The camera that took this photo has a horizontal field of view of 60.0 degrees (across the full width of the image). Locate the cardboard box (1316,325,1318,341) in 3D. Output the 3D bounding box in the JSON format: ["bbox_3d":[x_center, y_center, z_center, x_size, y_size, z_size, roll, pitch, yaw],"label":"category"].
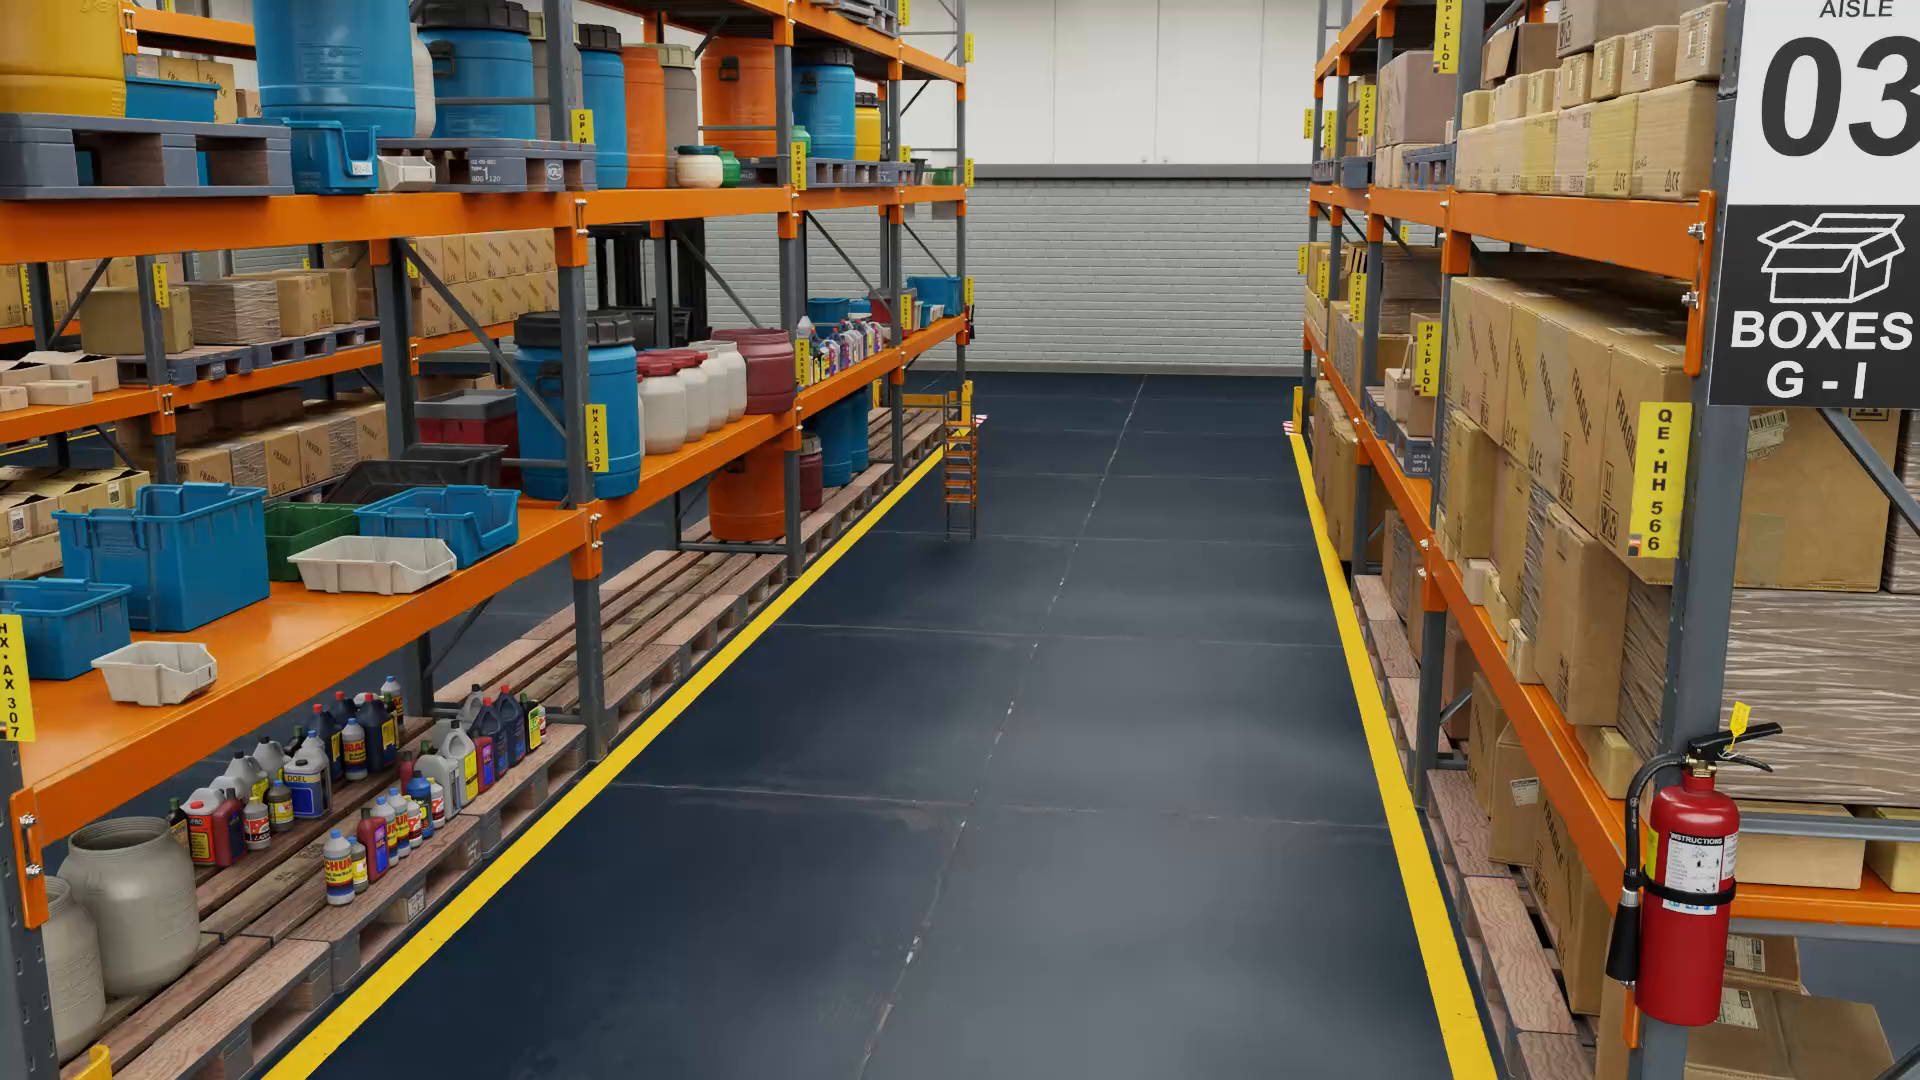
[{"bbox_3d":[3.721,-2.044,16.453,0.380,0.149,0.250,2,12,10],"label":"cardboard box"}]

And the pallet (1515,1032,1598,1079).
[{"bbox_3d":[2.166,1.799,4.644,1.003,0.211,1.213,2,12,9],"label":"pallet"}]

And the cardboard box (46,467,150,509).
[{"bbox_3d":[-6.401,-0.386,12.361,0.500,0.311,0.500,2,12,10],"label":"cardboard box"}]

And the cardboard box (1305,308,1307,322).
[{"bbox_3d":[4.074,-2.525,18.685,0.380,0.149,0.250,2,12,9],"label":"cardboard box"}]

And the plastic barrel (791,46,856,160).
[{"bbox_3d":[-1.166,-3.595,13.748,0.600,0.901,0.708,2,12,9],"label":"plastic barrel"}]

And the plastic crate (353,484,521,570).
[{"bbox_3d":[-2.187,-0.061,7.011,0.499,0.251,0.616,2,12,9],"label":"plastic crate"}]

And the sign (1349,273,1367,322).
[{"bbox_3d":[2.675,-1.629,11.183,0.100,0.325,0.005,2,12,9],"label":"sign"}]

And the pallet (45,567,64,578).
[{"bbox_3d":[-6.729,0.166,12.222,1.003,0.211,1.213,2,12,9],"label":"pallet"}]

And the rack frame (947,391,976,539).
[{"bbox_3d":[0.012,-0.603,13.441,0.240,1.200,0.006,2,12,9],"label":"rack frame"}]

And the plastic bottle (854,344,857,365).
[{"bbox_3d":[-0.941,-1.615,14.338,0.097,0.201,0.097,0,12,0],"label":"plastic bottle"}]

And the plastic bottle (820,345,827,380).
[{"bbox_3d":[-1.112,-1.418,13.259,0.097,0.271,0.097,0,12,0],"label":"plastic bottle"}]

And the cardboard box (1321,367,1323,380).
[{"bbox_3d":[4.295,-1.552,17.622,0.875,0.875,0.875,2,12,9],"label":"cardboard box"}]

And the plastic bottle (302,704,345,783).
[{"bbox_3d":[-2.848,0.900,7.439,0.144,0.351,0.185,1,12,6],"label":"plastic bottle"}]

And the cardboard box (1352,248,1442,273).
[{"bbox_3d":[3.632,-2.142,13.693,0.797,0.503,0.637,2,12,9],"label":"cardboard box"}]

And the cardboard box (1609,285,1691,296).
[{"bbox_3d":[2.736,-0.689,6.254,0.500,0.500,0.500,2,12,9],"label":"cardboard box"}]

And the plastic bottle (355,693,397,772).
[{"bbox_3d":[-2.677,0.866,7.599,0.144,0.351,0.185,2,12,9],"label":"plastic bottle"}]

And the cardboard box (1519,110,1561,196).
[{"bbox_3d":[2.050,-1.197,5.164,0.500,0.250,0.500,2,12,8],"label":"cardboard box"}]

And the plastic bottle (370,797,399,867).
[{"bbox_3d":[-2.261,1.139,6.518,0.097,0.271,0.097,0,12,0],"label":"plastic bottle"}]

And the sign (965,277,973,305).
[{"bbox_3d":[0.107,-2.937,19.612,0.100,0.325,0.005,2,12,9],"label":"sign"}]

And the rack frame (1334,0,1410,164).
[{"bbox_3d":[3.840,-4.811,14.456,1.000,3.000,0.127,2,12,9],"label":"rack frame"}]

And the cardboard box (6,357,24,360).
[{"bbox_3d":[-10.687,-2.006,19.078,0.380,0.149,0.250,2,12,9],"label":"cardboard box"}]

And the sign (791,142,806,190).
[{"bbox_3d":[-1.125,-2.605,11.588,0.100,0.325,0.005,2,12,9],"label":"sign"}]

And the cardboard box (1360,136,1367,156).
[{"bbox_3d":[3.582,-3.281,13.691,0.500,0.311,0.500,1,12,7],"label":"cardboard box"}]

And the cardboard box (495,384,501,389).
[{"bbox_3d":[-5.774,-1.695,19.723,0.500,0.250,0.500,2,12,9],"label":"cardboard box"}]

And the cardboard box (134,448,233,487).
[{"bbox_3d":[-6.211,-0.446,13.331,0.500,0.500,0.500,2,12,11],"label":"cardboard box"}]

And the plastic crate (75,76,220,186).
[{"bbox_3d":[-2.904,-1.406,5.815,0.392,0.384,0.575,2,12,9],"label":"plastic crate"}]

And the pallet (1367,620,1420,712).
[{"bbox_3d":[2.913,0.734,9.589,1.003,0.211,1.213,2,12,9],"label":"pallet"}]

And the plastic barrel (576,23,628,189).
[{"bbox_3d":[-2.220,-2.470,9.524,0.600,0.901,0.708,2,12,9],"label":"plastic barrel"}]

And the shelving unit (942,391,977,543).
[{"bbox_3d":[-0.002,-0.584,13.353,0.258,1.200,0.189,2,12,9],"label":"shelving unit"}]

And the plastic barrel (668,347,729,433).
[{"bbox_3d":[-1.682,-0.952,10.525,0.421,0.512,0.421,0,12,0],"label":"plastic barrel"}]

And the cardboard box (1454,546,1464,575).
[{"bbox_3d":[2.217,0.050,6.740,0.380,0.149,0.250,2,12,9],"label":"cardboard box"}]

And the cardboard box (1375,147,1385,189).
[{"bbox_3d":[2.901,-2.349,10.509,0.500,0.250,0.500,2,12,10],"label":"cardboard box"}]

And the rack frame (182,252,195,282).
[{"bbox_3d":[-10.228,-3.192,21.186,1.000,3.000,0.127,2,12,9],"label":"rack frame"}]

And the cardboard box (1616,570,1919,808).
[{"bbox_3d":[2.106,0.312,3.982,0.875,0.500,0.500,2,12,9],"label":"cardboard box"}]

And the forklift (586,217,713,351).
[{"bbox_3d":[-3.178,-2.120,16.373,1.130,2.935,3.031,4,13,17],"label":"forklift"}]

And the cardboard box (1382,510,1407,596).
[{"bbox_3d":[3.141,0.102,10.791,0.700,0.500,0.500,1,12,6],"label":"cardboard box"}]

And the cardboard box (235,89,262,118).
[{"bbox_3d":[-6.301,-3.589,14.436,0.600,0.600,0.600,1,12,6],"label":"cardboard box"}]

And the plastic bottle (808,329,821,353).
[{"bbox_3d":[-1.213,-1.560,13.730,0.144,0.351,0.185,2,12,9],"label":"plastic bottle"}]

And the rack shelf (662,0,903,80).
[{"bbox_3d":[-1.362,-4.008,13.387,1.077,0.370,4.000,2,12,9],"label":"rack shelf"}]

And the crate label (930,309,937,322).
[{"bbox_3d":[-0.463,-2.477,18.353,0.396,0.136,0.243,2,12,9],"label":"crate label"}]

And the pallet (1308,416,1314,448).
[{"bbox_3d":[4.409,-1.179,18.462,1.003,0.211,1.213,2,12,9],"label":"pallet"}]

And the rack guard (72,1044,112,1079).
[{"bbox_3d":[-2.935,1.664,4.586,1.175,0.500,0.348,2,12,9],"label":"rack guard"}]

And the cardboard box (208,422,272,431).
[{"bbox_3d":[-6.497,-0.780,14.881,0.500,0.500,0.500,1,12,7],"label":"cardboard box"}]

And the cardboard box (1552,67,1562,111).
[{"bbox_3d":[2.085,-1.416,5.232,0.380,0.149,0.250,2,12,10],"label":"cardboard box"}]

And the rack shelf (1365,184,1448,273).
[{"bbox_3d":[2.917,-1.744,9.052,1.077,0.370,4.000,2,12,9],"label":"rack shelf"}]

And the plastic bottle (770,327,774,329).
[{"bbox_3d":[-1.669,-1.734,14.697,0.061,0.283,0.133,2,12,9],"label":"plastic bottle"}]

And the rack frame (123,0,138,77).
[{"bbox_3d":[-6.564,-4.300,12.086,1.000,3.000,0.127,2,12,9],"label":"rack frame"}]

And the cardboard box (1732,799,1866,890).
[{"bbox_3d":[1.834,0.677,3.830,0.380,0.149,0.250,2,12,9],"label":"cardboard box"}]

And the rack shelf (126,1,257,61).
[{"bbox_3d":[-6.256,-4.169,14.135,1.077,0.370,4.000,2,12,9],"label":"rack shelf"}]

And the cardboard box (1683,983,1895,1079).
[{"bbox_3d":[2.107,1.507,4.317,0.500,0.500,0.500,4,13,19],"label":"cardboard box"}]

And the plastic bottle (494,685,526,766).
[{"bbox_3d":[-2.099,0.850,7.673,0.144,0.351,0.185,2,12,7],"label":"plastic bottle"}]

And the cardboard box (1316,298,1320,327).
[{"bbox_3d":[3.804,-2.265,16.532,0.500,0.250,0.500,2,12,10],"label":"cardboard box"}]

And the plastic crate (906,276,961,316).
[{"bbox_3d":[-0.306,-2.842,19.335,0.616,0.435,0.499,2,12,9],"label":"plastic crate"}]

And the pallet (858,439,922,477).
[{"bbox_3d":[-0.980,-0.830,16.843,1.003,0.211,1.213,2,12,9],"label":"pallet"}]

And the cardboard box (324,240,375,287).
[{"bbox_3d":[-6.126,-2.851,16.993,0.500,0.500,0.500,2,12,9],"label":"cardboard box"}]
